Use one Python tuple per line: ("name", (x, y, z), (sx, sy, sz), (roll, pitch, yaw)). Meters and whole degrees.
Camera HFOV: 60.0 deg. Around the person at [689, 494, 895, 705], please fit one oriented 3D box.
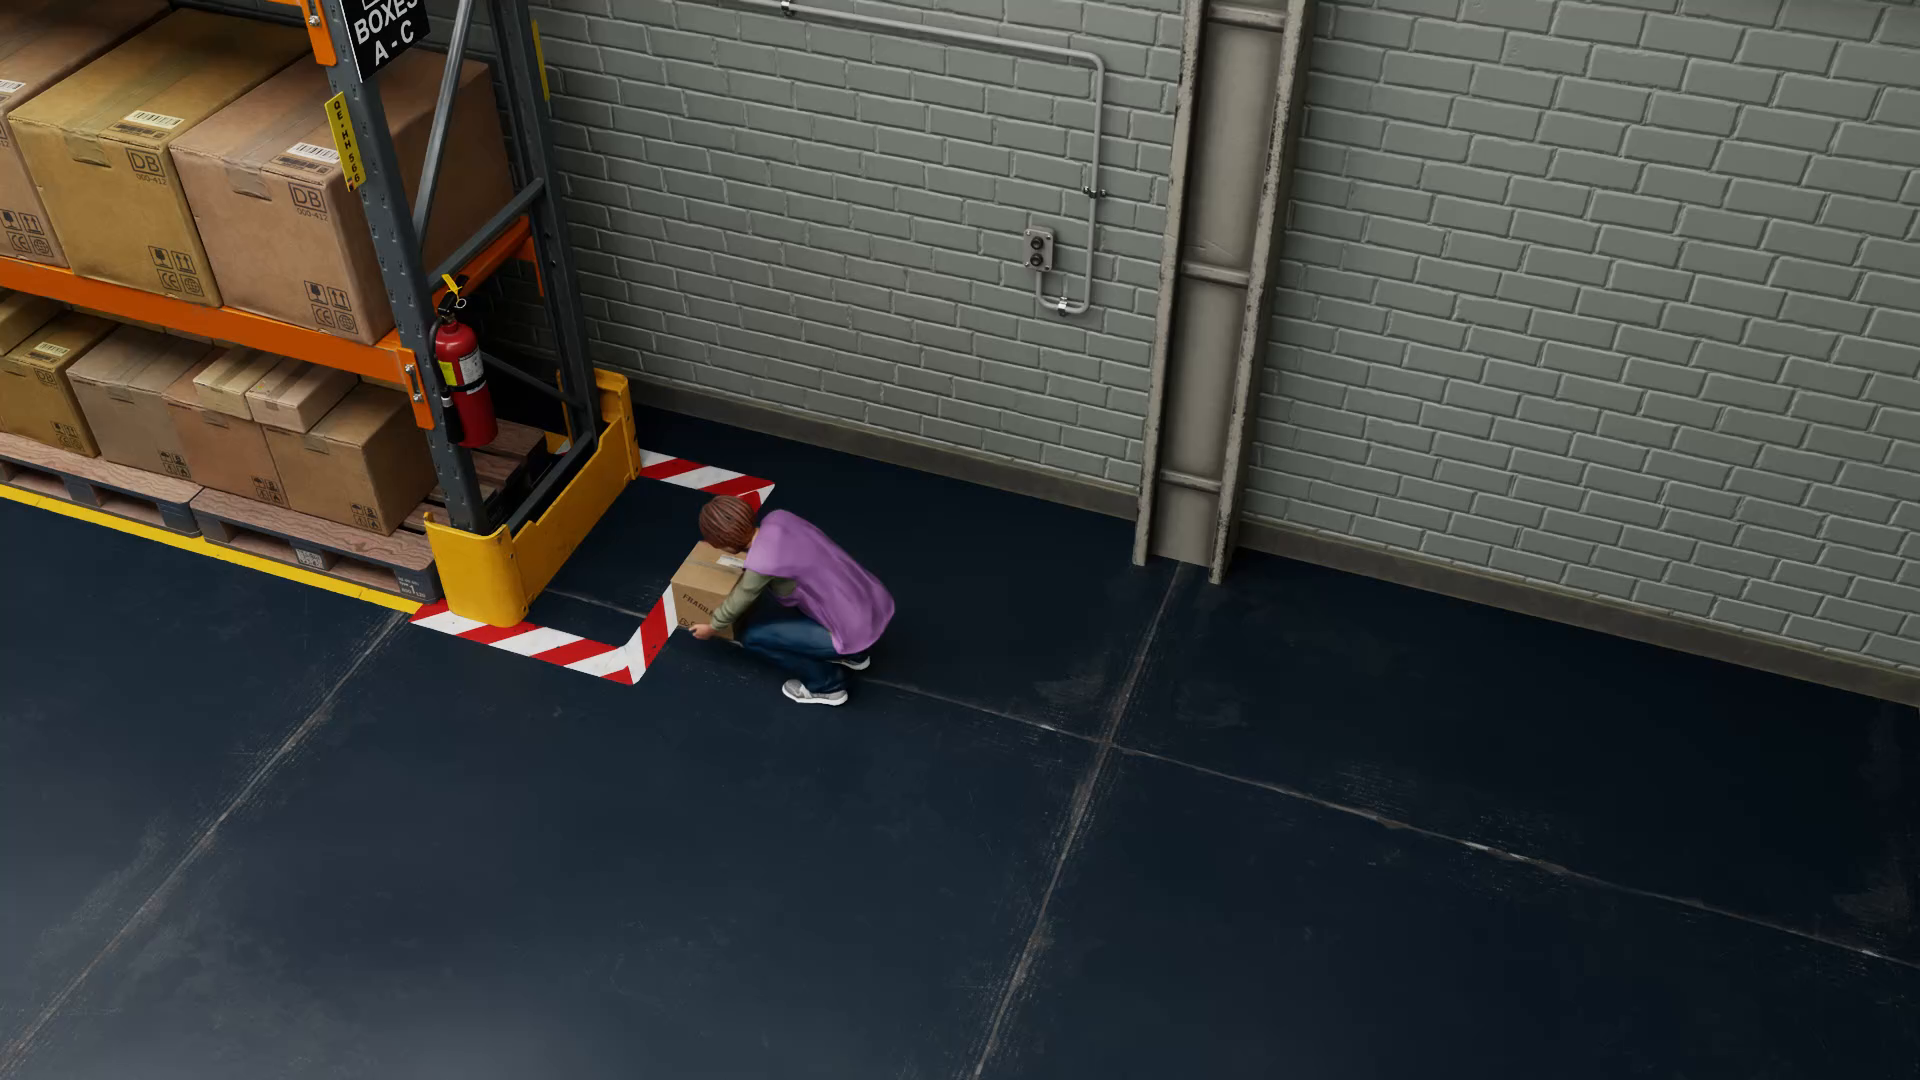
("person", (-0.659, 0.240, 6.509), (0.814, 0.789, 0.450), (14, 44, 15))
